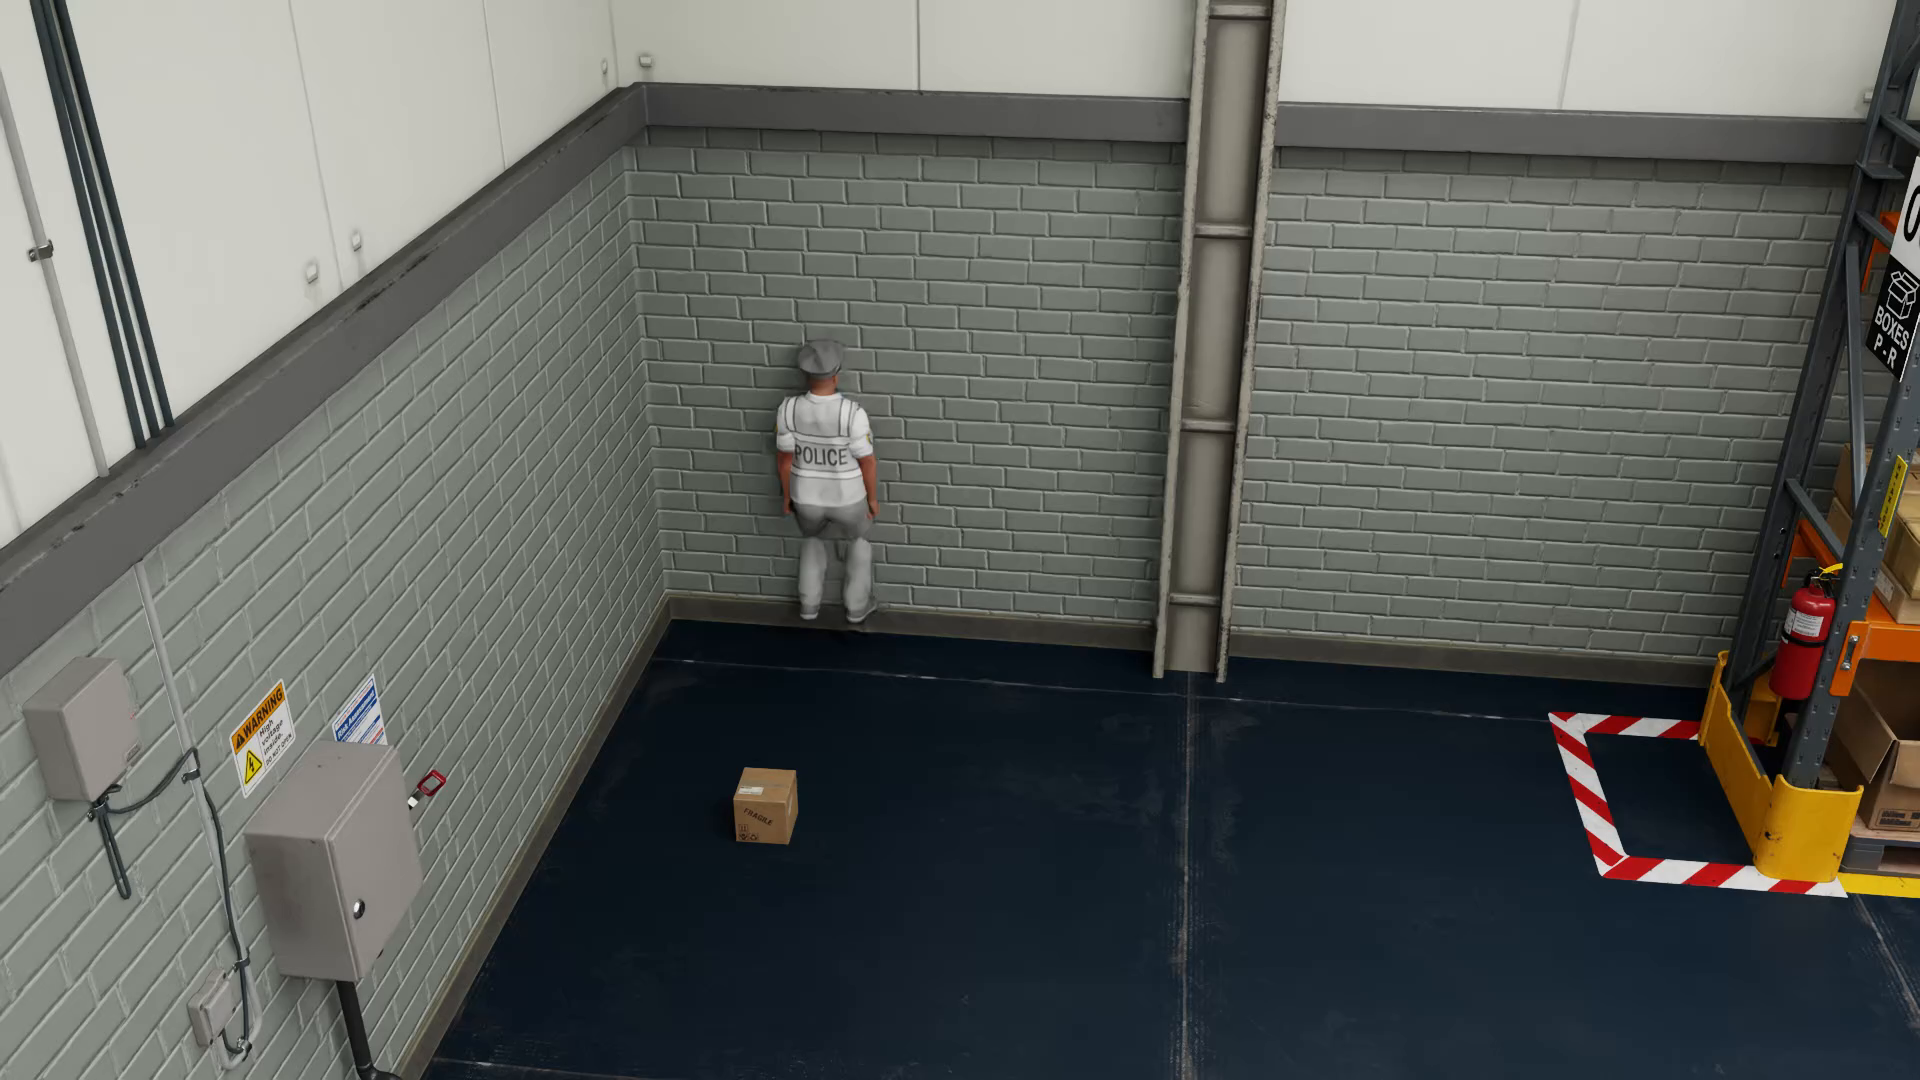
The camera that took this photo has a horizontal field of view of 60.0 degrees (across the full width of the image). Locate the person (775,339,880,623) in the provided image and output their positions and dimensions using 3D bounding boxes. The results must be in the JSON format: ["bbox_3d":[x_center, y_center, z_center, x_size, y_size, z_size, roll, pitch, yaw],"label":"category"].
[{"bbox_3d":[-0.692,-0.325,9.026,0.534,1.660,0.489,5,29,8],"label":"person"}]
